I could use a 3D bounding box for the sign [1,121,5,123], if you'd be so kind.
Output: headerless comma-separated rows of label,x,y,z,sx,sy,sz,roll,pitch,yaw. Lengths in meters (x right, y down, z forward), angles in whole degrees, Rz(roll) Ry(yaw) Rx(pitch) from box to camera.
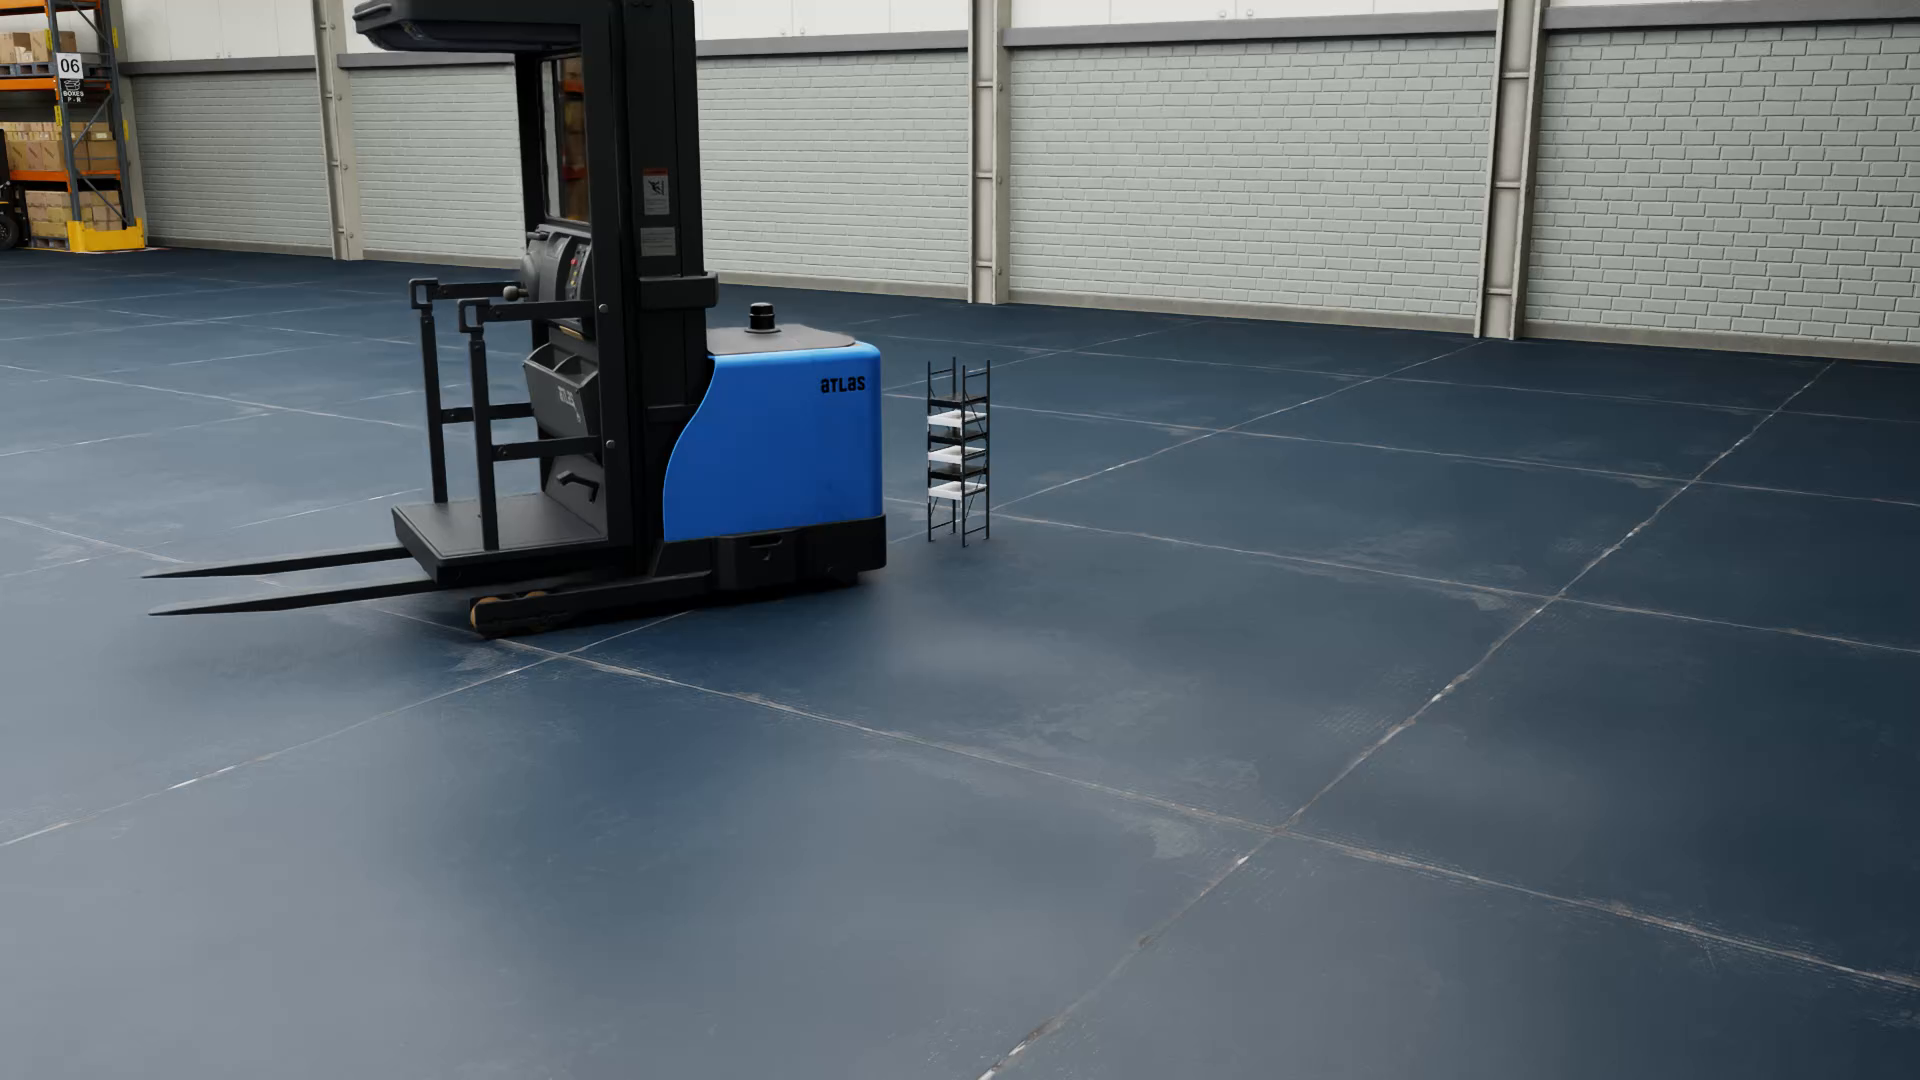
sign,-17.532,-7.514,30.468,0.005,0.325,0.100,9,17,33

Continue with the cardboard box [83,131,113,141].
cardboard box,-14.658,-6.868,28.269,0.250,0.149,0.380,9,16,31

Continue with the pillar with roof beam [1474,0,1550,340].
pillar with roof beam,2.915,-5.516,11.879,0.400,9.000,9.100,9,17,33

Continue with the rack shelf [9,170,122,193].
rack shelf,-16.181,-6.327,29.136,4.000,0.370,1.077,9,17,33

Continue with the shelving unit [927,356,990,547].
shelving unit,-0.007,-0.438,8.219,0.210,0.900,0.258,9,17,33

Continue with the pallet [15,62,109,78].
pallet,-15.094,-7.921,28.021,1.213,0.211,1.003,9,17,33

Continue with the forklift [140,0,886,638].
forklift,-1.880,-1.169,6.948,3.031,2.935,1.130,-7,16,-27

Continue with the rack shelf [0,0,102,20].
rack shelf,-16.181,-9.045,28.464,4.000,0.370,1.077,9,17,33

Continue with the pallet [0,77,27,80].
pallet,-17.119,-8.248,29.342,1.213,0.211,1.003,9,17,33

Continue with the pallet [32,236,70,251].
pallet,-15.180,-5.149,28.682,1.213,0.211,1.003,9,17,33

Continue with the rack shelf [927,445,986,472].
rack shelf,-0.007,-0.406,8.227,0.200,0.077,0.258,9,17,33

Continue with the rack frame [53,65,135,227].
rack frame,-14.522,-6.408,27.966,0.127,3.000,1.000,9,17,33

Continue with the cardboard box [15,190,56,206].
cardboard box,-15.929,-5.895,28.662,0.500,0.250,0.500,9,17,34

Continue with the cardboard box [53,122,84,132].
cardboard box,-14.937,-6.922,27.865,0.250,0.149,0.380,9,17,33

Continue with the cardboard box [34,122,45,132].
cardboard box,-15.391,-6.978,28.094,0.250,0.149,0.380,10,17,34

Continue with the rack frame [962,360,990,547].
rack frame,0.078,-0.424,8.164,0.006,0.900,0.240,9,17,33

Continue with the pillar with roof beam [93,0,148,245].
pillar with roof beam,-16.999,-8.735,24.881,0.400,9.000,9.100,9,17,33

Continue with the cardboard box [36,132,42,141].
cardboard box,-15.376,-6.837,28.143,0.250,0.149,0.380,10,17,34

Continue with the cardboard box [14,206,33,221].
cardboard box,-15.950,-5.657,28.741,0.500,0.250,0.500,9,16,32

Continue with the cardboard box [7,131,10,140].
cardboard box,-16.201,-6.981,28.722,0.250,0.149,0.380,9,17,32

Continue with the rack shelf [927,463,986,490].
rack shelf,-0.007,-0.318,8.249,0.200,0.077,0.258,9,17,33

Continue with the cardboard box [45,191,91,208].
cardboard box,-15.078,-5.762,28.124,0.500,0.250,0.500,10,17,35

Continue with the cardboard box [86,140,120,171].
cardboard box,-14.778,-6.578,28.446,0.500,0.500,0.500,10,17,35

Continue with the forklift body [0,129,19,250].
forklift body,-17.113,-5.886,27.626,1.214,2.155,2.313,9,17,33

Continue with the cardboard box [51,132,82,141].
cardboard box,-14.966,-6.762,27.839,0.250,0.149,0.380,9,17,34

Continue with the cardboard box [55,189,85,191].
cardboard box,-15.641,-6.000,29.086,0.500,0.250,0.500,9,17,32

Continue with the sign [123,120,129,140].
sign,-14.207,-6.976,28.297,0.005,0.325,0.100,9,17,33

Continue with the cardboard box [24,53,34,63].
cardboard box,-15.379,-8.045,27.778,0.250,0.149,0.380,9,16,31

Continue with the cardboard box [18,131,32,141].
cardboard box,-15.823,-6.899,28.393,0.250,0.149,0.380,9,16,31

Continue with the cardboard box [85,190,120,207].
cardboard box,-14.815,-5.865,28.539,0.500,0.250,0.500,9,16,32

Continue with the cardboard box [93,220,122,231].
cardboard box,-14.820,-5.382,28.670,0.500,0.250,0.500,9,17,33

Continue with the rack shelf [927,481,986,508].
rack shelf,-0.007,-0.231,8.271,0.200,0.077,0.258,9,17,33

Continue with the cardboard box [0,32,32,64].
cardboard box,-15.819,-8.333,28.210,0.500,0.500,0.700,9,17,33

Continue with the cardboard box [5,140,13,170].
cardboard box,-16.351,-6.675,28.839,0.500,0.500,0.500,9,17,33

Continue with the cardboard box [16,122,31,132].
cardboard box,-15.834,-7.039,28.340,0.250,0.149,0.380,10,17,34

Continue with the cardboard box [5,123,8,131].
cardboard box,-16.213,-7.126,28.691,0.250,0.149,0.380,9,17,34

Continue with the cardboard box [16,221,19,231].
cardboard box,-16.349,-5.480,29.065,0.500,0.250,0.500,10,17,35

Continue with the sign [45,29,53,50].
sign,-14.836,-8.149,27.080,0.005,0.325,0.100,9,17,33

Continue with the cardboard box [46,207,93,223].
cardboard box,-15.100,-5.523,28.198,0.500,0.250,0.500,9,16,32

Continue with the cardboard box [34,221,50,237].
cardboard box,-15.495,-5.346,28.523,0.500,0.250,0.500,9,17,33

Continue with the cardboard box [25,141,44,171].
cardboard box,-15.502,-6.541,28.298,0.500,0.500,0.500,10,17,35
